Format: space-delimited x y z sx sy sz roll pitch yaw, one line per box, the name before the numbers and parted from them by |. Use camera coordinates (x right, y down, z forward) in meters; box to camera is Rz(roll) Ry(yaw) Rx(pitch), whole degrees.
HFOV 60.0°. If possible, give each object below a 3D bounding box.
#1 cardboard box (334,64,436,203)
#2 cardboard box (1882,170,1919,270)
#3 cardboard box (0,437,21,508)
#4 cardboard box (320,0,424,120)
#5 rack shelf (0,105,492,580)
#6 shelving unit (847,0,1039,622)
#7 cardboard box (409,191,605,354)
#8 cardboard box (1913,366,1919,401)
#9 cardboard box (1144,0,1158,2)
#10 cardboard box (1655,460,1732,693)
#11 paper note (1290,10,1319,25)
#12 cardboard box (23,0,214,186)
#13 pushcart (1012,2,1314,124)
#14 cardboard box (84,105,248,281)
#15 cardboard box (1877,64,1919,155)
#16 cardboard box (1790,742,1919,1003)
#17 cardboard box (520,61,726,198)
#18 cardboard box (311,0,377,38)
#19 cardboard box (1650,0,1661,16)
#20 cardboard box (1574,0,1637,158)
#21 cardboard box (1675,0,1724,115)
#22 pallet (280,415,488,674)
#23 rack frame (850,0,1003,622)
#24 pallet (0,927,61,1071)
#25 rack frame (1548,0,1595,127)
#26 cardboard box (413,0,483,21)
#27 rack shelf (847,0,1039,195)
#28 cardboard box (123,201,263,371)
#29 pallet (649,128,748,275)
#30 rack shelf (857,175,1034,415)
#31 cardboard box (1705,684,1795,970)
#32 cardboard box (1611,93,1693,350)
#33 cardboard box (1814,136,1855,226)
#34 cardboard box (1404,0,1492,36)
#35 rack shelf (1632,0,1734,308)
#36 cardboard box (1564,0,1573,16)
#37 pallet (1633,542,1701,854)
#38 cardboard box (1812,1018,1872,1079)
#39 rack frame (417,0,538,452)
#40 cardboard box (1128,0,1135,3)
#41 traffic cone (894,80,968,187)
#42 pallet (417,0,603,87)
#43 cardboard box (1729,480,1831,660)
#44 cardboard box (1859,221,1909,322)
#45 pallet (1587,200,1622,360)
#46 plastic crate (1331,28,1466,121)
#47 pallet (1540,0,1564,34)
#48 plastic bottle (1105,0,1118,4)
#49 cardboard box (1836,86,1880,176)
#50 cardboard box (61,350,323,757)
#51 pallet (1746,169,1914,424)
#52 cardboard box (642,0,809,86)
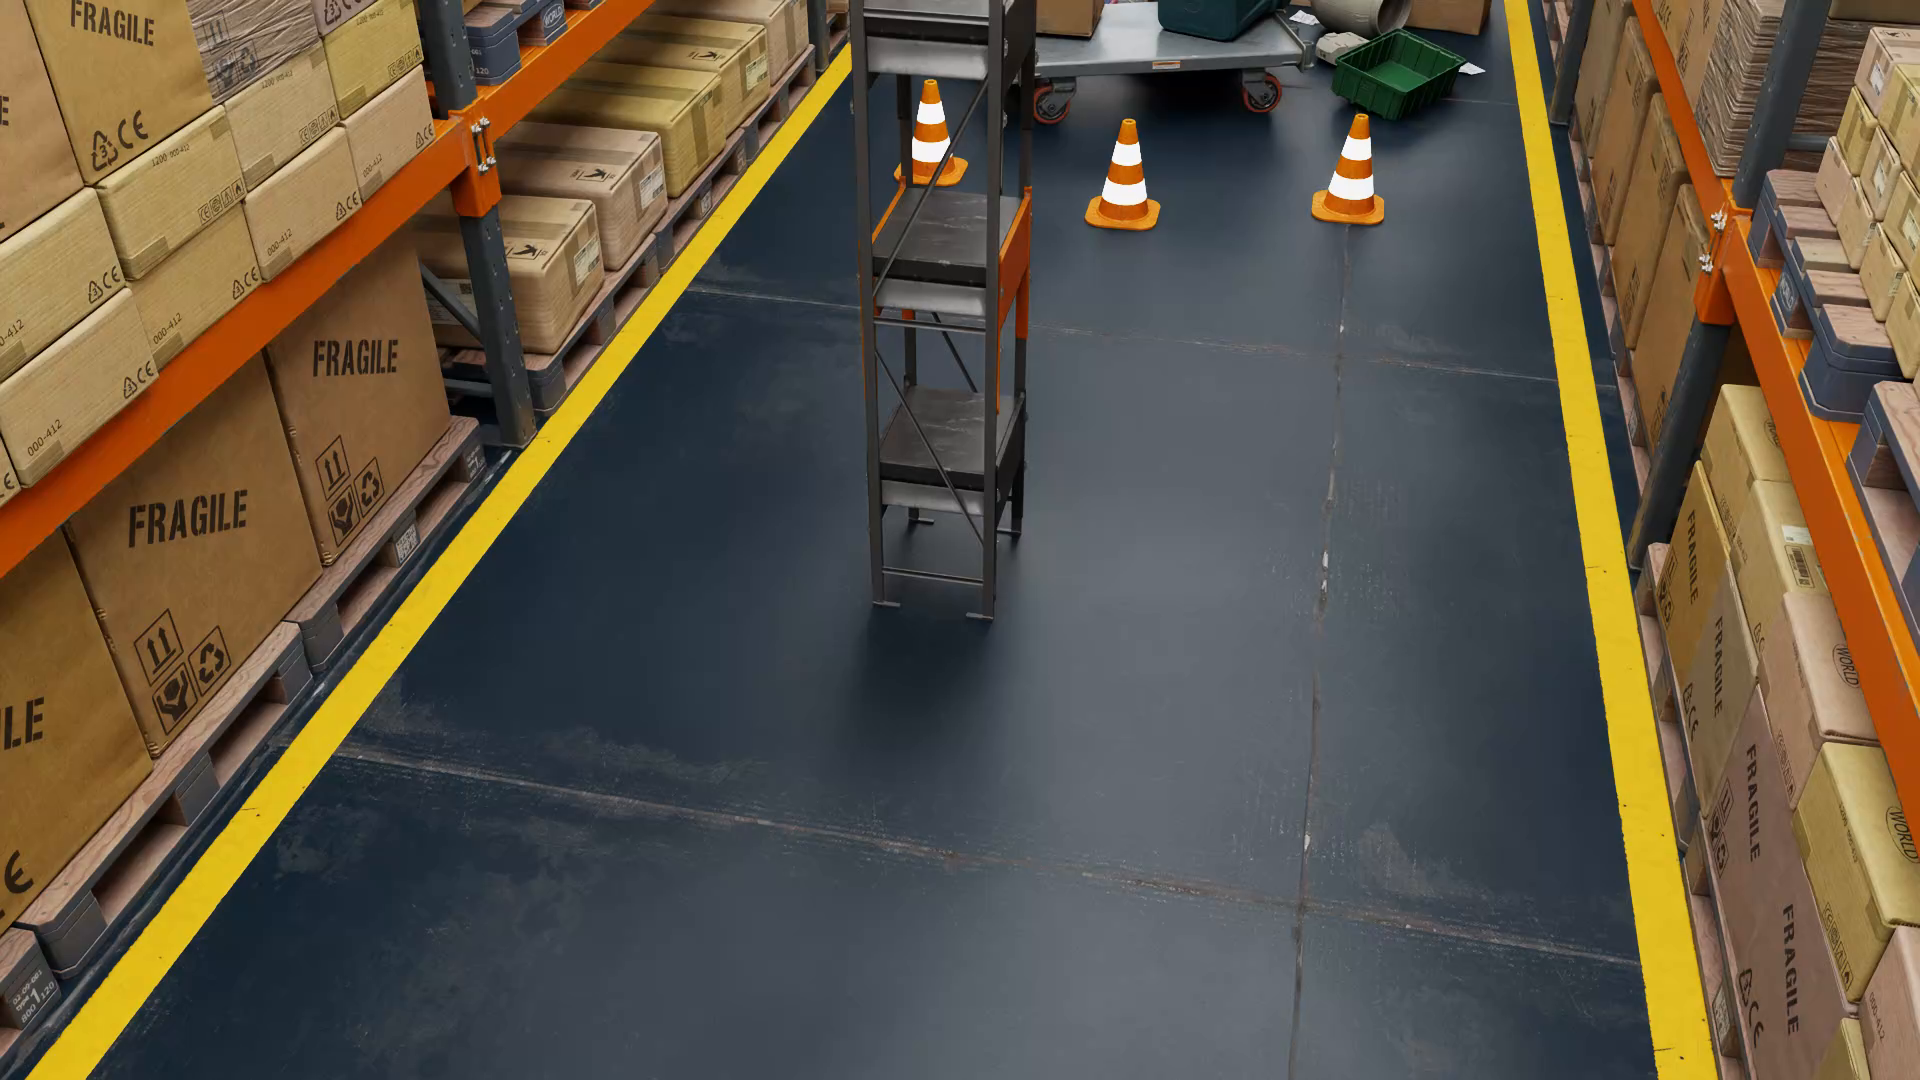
cardboard box | -1.955 -1.260 5.061 0.500 0.250 0.500 6 36 8
cardboard box | 2.347 -0.709 3.774 0.380 0.149 0.250 6 36 9
cardboard box | -2.369 -0.097 3.456 0.500 0.250 0.500 7 37 10
cardboard box | -1.956 -1.476 4.932 0.500 0.250 0.500 7 37 10
rack shelf | -2.528 -0.206 4.091 1.077 0.370 4.000 7 37 10
shelving unit | -0.035 -0.755 5.003 0.431 2.100 0.503 7 37 10
cardboard box | -1.970 -1.072 6.555 0.950 0.372 0.625 5 36 7
cardboard box | 2.238 -0.302 3.466 0.380 0.149 0.250 8 37 11
cardboard box | 1.514 -3.412 9.914 0.797 0.637 0.503 7 37 10
cardboard box | 2.356 0.135 4.780 0.500 0.500 0.500 6 36 8
paper note | 2.113 -3.177 10.114 0.172 0.023 0.155 20 41 26
cardboard box | -2.170 -1.180 3.885 0.500 0.500 0.500 7 37 10
pushcart | 0.991 -2.618 9.040 1.648 0.377 0.936 -5 36 -6
cardboard box | -2.151 -0.885 4.117 0.500 0.250 0.500 6 36 9
cardboard box | 2.414 -0.995 3.916 0.380 0.149 0.250 6 36 9
cardboard box | 2.036 0.694 3.369 0.500 0.250 0.500 6 36 8
cardboard box | -1.653 -1.930 7.739 0.950 0.372 0.625 8 37 12
cardboard box | -1.956 -1.760 4.684 0.500 0.500 0.500 6 36 9
cardboard box | 2.910 -2.280 6.255 0.500 0.500 0.500 8 37 11
cardboard box | 3.566 -2.266 7.880 1.050 0.750 0.750 7 37 10
cardboard box | 2.698 -1.699 5.453 0.500 0.500 0.500 7 37 10
pallet | -2.343 -0.072 5.669 1.003 0.211 1.213 7 37 10
rack frame | -0.087 -0.615 4.810 0.400 2.100 0.015 7 37 10
pallet | -2.864 1.327 3.739 1.003 0.211 1.213 7 37 10
rack frame | 3.611 -3.374 7.849 1.000 3.000 0.127 7 37 10
cardboard box | -1.850 -1.875 5.637 0.380 0.149 0.250 5 36 7
rack shelf | -0.035 -1.311 4.600 0.431 0.518 0.480 7 37 10
cardboard box | -2.172 -0.679 4.258 0.500 0.250 0.500 7 37 9
pallet | -1.670 -1.659 7.860 1.003 0.211 1.213 7 37 10
rack shelf | -0.035 -0.744 5.011 0.431 0.518 0.480 7 37 10
cardboard box | 2.147 0.718 3.975 0.500 0.500 0.500 6 36 9
cardboard box | 3.158 -1.179 6.381 1.050 0.750 0.750 8 37 11
cardboard box | 2.464 -0.918 4.317 0.380 0.149 0.250 7 36 9
cardboard box | 2.940 -3.382 9.988 0.500 0.500 0.500 14 38 18
rack shelf | 3.184 -1.936 6.478 1.077 0.370 4.000 7 37 10
cardboard box | 4.002 -3.553 9.549 0.875 0.875 0.875 8 37 10
pallet | 2.588 0.496 4.886 1.003 0.211 1.213 7 37 10
cardboard box | 1.924 1.304 3.166 0.500 0.500 0.500 6 36 9
rack frame | -2.101 -1.643 5.461 1.000 3.000 0.127 7 37 10
cardboard box | 1.024 -3.028 9.701 0.258 0.266 0.396 -17 39 -22
traffic cone | -0.144 -2.023 8.147 0.336 0.463 0.334 7 37 10
pallet | -2.053 -1.988 6.100 1.213 0.211 1.003 7 37 10
cardboard box | 2.264 0.113 4.171 0.500 0.250 0.500 7 37 9
cardboard box | 2.349 -0.609 3.891 0.380 0.149 0.250 9 37 12
pallet | 3.261 -1.092 7.076 1.003 0.211 1.213 7 37 10
plastic crate | 2.368 -2.523 9.022 0.450 0.188 0.662 36 48 26
pallet | 4.108 -3.373 10.224 1.003 0.211 1.213 7 37 10
plastic bottle | 0.861 -3.252 10.184 0.133 0.061 0.283 14 38 18
cardboard box | 2.457 -1.018 4.201 0.380 0.149 0.250 9 37 12
cardboard box | -2.524 -0.057 4.725 0.875 0.875 0.875 8 37 11
pallet | 2.708 -0.581 4.159 1.213 0.211 1.003 7 37 10
cardboard box | -1.356 -2.742 8.858 0.950 0.372 0.625 8 37 11
